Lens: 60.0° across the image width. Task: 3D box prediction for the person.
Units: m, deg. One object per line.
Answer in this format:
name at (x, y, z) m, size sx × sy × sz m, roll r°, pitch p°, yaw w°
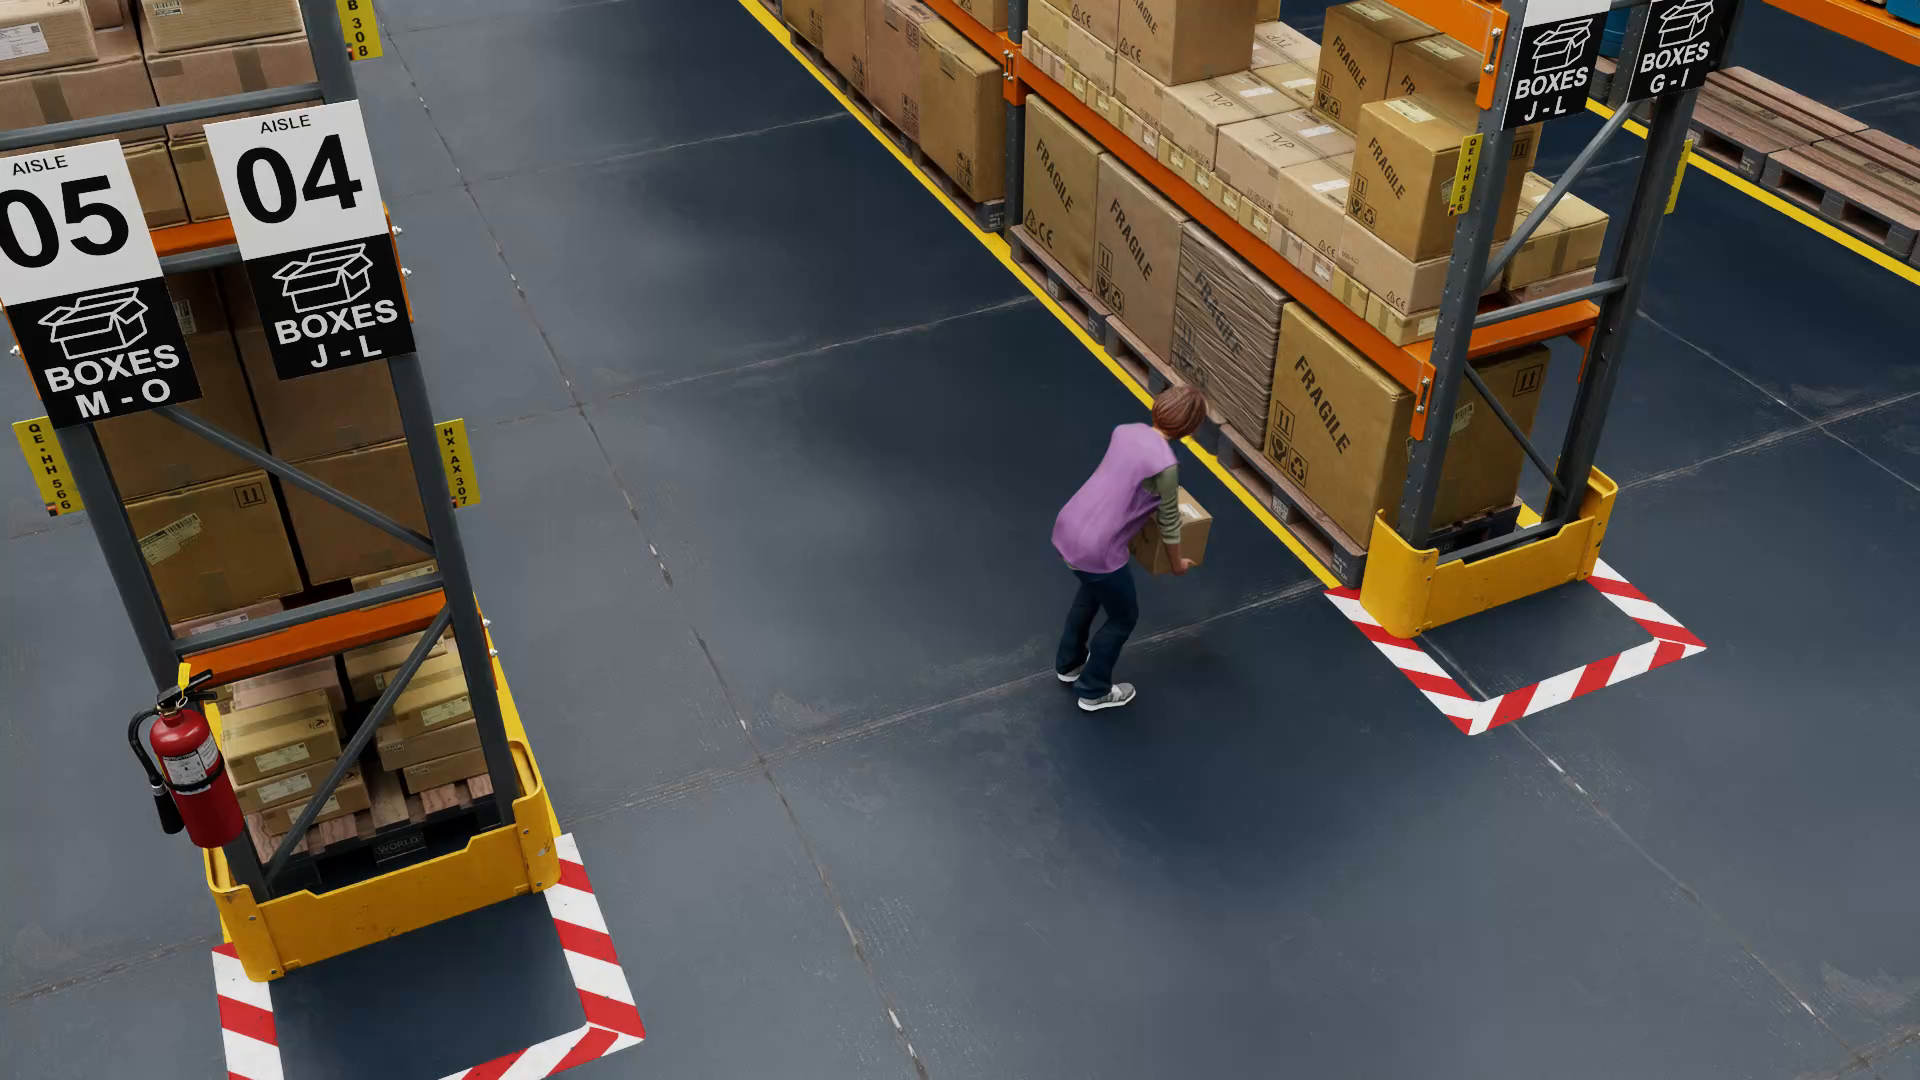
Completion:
person at (0.692, 0.047, 6.931) m, size 0.646 × 1.444 × 0.380 m, roll -17°, pitch 41°, yaw -20°
